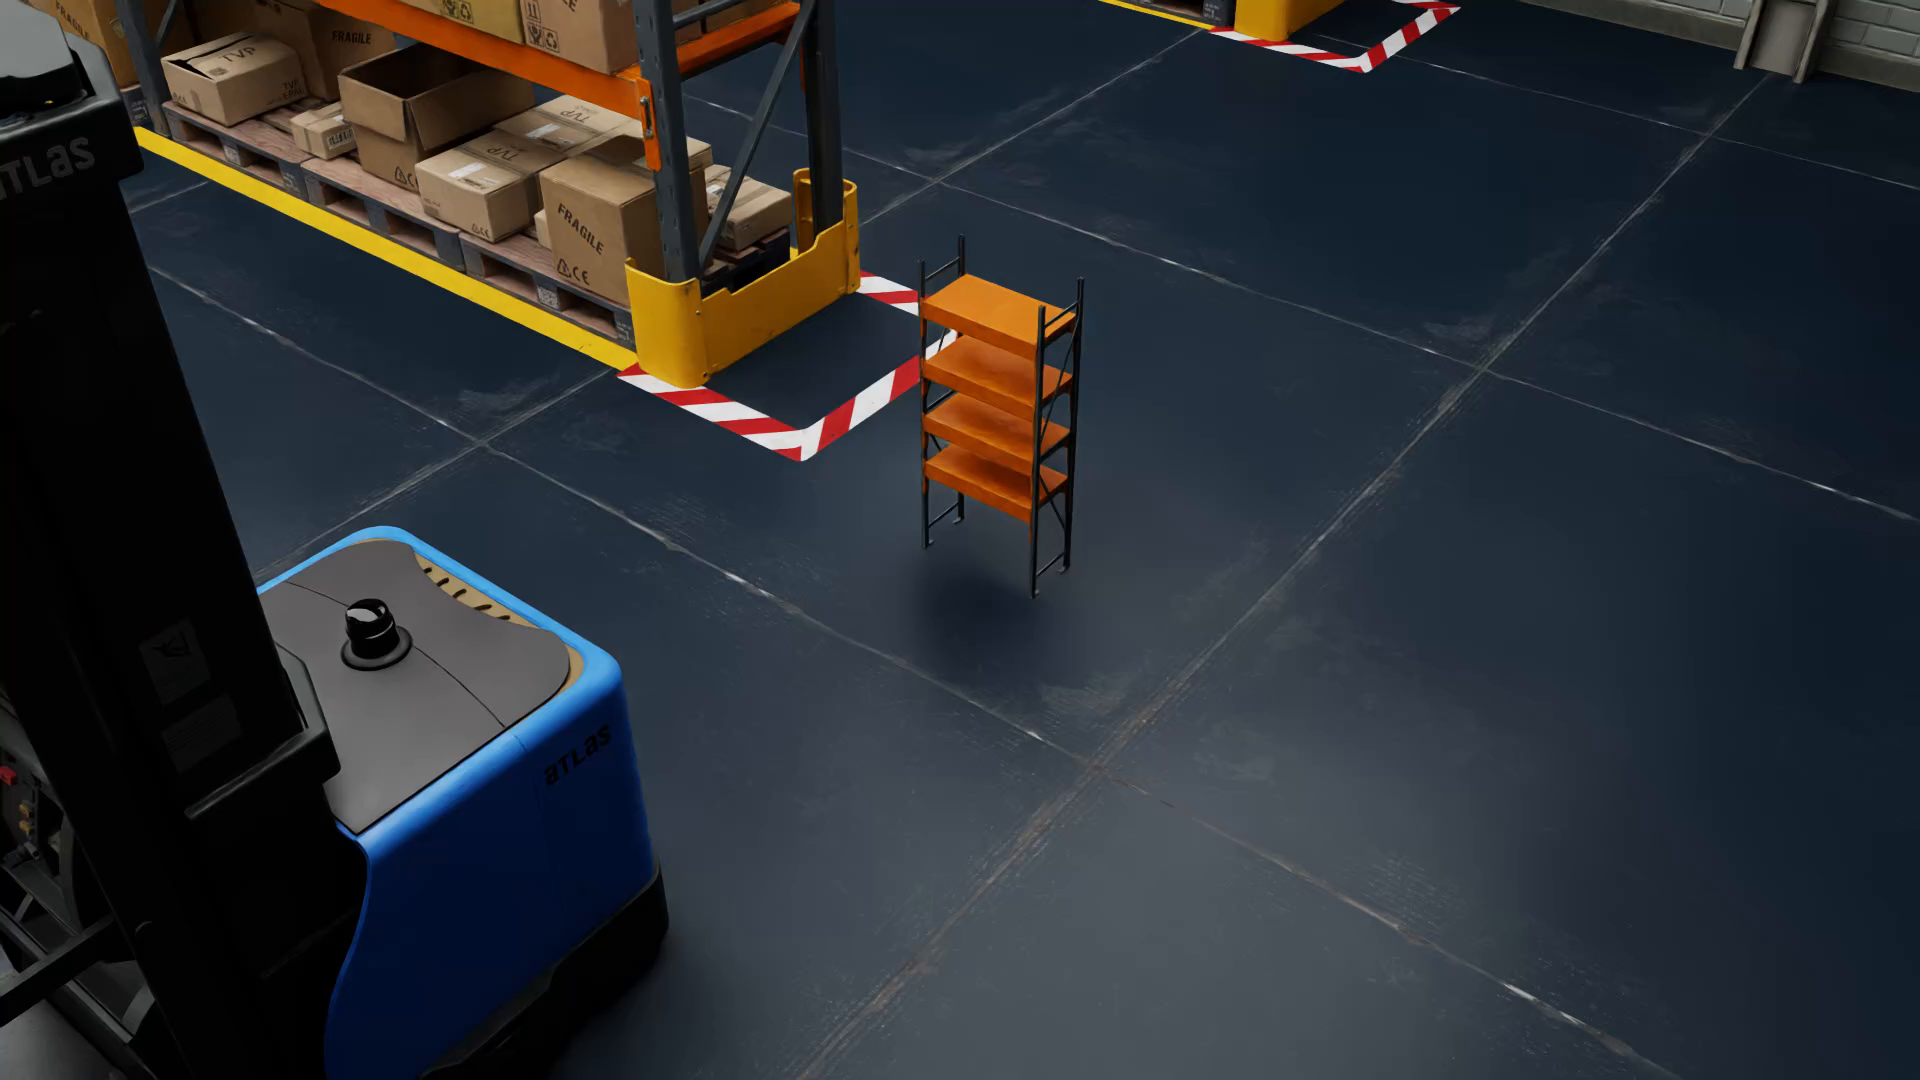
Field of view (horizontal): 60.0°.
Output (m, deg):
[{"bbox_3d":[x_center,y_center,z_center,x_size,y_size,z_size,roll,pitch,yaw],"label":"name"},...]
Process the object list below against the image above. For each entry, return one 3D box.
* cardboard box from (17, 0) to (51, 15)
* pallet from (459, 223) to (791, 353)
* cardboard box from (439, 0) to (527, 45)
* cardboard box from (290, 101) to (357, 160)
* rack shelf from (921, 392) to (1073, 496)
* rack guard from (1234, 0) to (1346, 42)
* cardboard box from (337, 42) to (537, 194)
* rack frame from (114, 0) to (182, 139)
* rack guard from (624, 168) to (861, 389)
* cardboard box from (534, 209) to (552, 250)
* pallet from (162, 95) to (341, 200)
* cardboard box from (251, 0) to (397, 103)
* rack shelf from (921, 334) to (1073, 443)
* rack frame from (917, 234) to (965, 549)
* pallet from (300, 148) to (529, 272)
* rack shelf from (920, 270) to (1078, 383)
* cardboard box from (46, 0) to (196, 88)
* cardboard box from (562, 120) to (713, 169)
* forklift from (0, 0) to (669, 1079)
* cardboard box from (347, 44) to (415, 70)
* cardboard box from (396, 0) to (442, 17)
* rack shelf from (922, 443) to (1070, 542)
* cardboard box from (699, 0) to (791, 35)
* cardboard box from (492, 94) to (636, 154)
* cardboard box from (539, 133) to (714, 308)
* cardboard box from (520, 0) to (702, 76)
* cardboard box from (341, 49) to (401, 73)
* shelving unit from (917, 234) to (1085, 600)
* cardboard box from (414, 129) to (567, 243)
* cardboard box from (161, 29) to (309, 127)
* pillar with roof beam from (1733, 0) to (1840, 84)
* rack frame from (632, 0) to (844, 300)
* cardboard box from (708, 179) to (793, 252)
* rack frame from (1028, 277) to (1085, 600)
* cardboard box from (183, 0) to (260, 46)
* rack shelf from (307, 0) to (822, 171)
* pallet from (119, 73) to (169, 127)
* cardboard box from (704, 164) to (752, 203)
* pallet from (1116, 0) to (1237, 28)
[{"bbox_3d":[-5.000,-3.049,9.382,0.500,0.500,0.500,25,45,29],"label":"cardboard box"},{"bbox_3d":[-1.563,-1.357,7.812,1.213,0.211,1.003,25,45,29],"label":"pallet"},{"bbox_3d":[-1.804,-2.394,6.794,0.500,0.500,0.500,26,45,29],"label":"cardboard box"},{"bbox_3d":[-3.151,-2.102,8.442,0.250,0.166,0.380,25,45,29],"label":"cardboard box"},{"bbox_3d":[0.131,-0.357,5.842,0.480,0.148,0.258,25,45,29],"label":"rack shelf"},{"bbox_3d":[2.157,-3.562,10.394,0.348,0.500,1.175,25,45,29],"label":"rack guard"},{"bbox_3d":[-2.551,-2.115,8.187,0.637,0.503,0.797,25,45,29],"label":"cardboard box"},{"bbox_3d":[-4.046,-3.626,8.448,0.127,3.000,1.000,25,45,29],"label":"rack frame"},{"bbox_3d":[-0.929,-1.172,7.342,0.348,0.500,1.175,25,45,29],"label":"rack guard"},{"bbox_3d":[-1.717,-1.464,7.629,0.250,0.166,0.380,25,45,29],"label":"cardboard box"},{"bbox_3d":[-3.501,-2.270,8.979,1.213,0.211,1.003,25,45,29],"label":"pallet"},{"bbox_3d":[-3.421,-2.741,8.988,0.500,0.500,0.500,25,45,29],"label":"cardboard box"},{"bbox_3d":[0.131,-0.534,5.705,0.480,0.148,0.258,25,45,29],"label":"rack shelf"},{"bbox_3d":[-0.062,-0.502,5.918,0.015,1.200,0.240,25,45,29],"label":"rack frame"},{"bbox_3d":[-2.528,-1.814,8.396,1.213,0.211,1.003,25,45,29],"label":"pallet"},{"bbox_3d":[0.131,-0.720,5.559,0.480,0.148,0.258,25,45,29],"label":"rack shelf"},{"bbox_3d":[-4.612,-2.860,9.140,0.500,0.500,0.500,25,44,28],"label":"cardboard box"},{"bbox_3d":[-1.526,-1.748,7.924,0.500,0.250,0.500,25,45,29],"label":"cardboard box"},{"bbox_3d":[-2.131,0.525,3.201,1.130,2.935,3.031,26,45,29],"label":"forklift"},{"bbox_3d":[-2.825,-2.385,8.688,0.500,0.311,0.500,25,45,29],"label":"cardboard box"},{"bbox_3d":[-2.197,-2.584,7.036,0.500,0.500,0.500,26,45,29],"label":"cardboard box"},{"bbox_3d":[0.131,-0.201,5.965,0.480,0.148,0.258,25,45,29],"label":"rack shelf"},{"bbox_3d":[-1.061,-2.463,6.881,0.500,0.500,0.500,26,45,29],"label":"cardboard box"},{"bbox_3d":[-1.923,-1.936,8.163,0.500,0.250,0.500,25,45,29],"label":"cardboard box"},{"bbox_3d":[-1.450,-1.400,7.276,0.500,0.500,0.500,25,45,29],"label":"cardboard box"},{"bbox_3d":[-1.390,-2.202,6.548,0.500,0.500,0.500,27,45,30],"label":"cardboard box"},{"bbox_3d":[-3.087,-2.491,8.954,0.250,0.149,0.380,25,45,29],"label":"cardboard box"},{"bbox_3d":[0.131,-0.410,5.801,0.503,1.200,0.258,25,45,29],"label":"shelving unit"},{"bbox_3d":[-2.187,-1.672,7.826,0.500,0.250,0.500,25,45,29],"label":"cardboard box"},{"bbox_3d":[-3.844,-2.478,8.805,0.500,0.311,0.500,25,45,29],"label":"cardboard box"},{"bbox_3d":[2.192,-4.222,4.342,0.400,9.000,9.100,25,45,29],"label":"pillar with roof beam"},{"bbox_3d":[-0.869,-2.128,6.535,0.127,3.000,1.000,25,45,29],"label":"rack frame"},{"bbox_3d":[-0.993,-1.504,7.693,0.250,0.149,0.380,25,45,29],"label":"cardboard box"},{"bbox_3d":[0.325,-0.319,5.684,0.015,1.200,0.240,25,45,29],"label":"rack frame"},{"bbox_3d":[-4.282,-3.116,9.467,0.500,0.500,0.500,23,44,27],"label":"cardboard box"},{"bbox_3d":[-2.457,-2.594,7.713,4.000,0.370,1.077,25,45,29],"label":"rack shelf"},{"bbox_3d":[-4.715,-2.814,9.673,1.213,0.211,1.003,25,45,29],"label":"pallet"},{"bbox_3d":[-1.191,-1.604,7.807,0.250,0.166,0.380,25,45,29],"label":"cardboard box"},{"bbox_3d":[1.455,-3.718,10.828,1.213,0.211,1.003,25,45,29],"label":"pallet"}]
